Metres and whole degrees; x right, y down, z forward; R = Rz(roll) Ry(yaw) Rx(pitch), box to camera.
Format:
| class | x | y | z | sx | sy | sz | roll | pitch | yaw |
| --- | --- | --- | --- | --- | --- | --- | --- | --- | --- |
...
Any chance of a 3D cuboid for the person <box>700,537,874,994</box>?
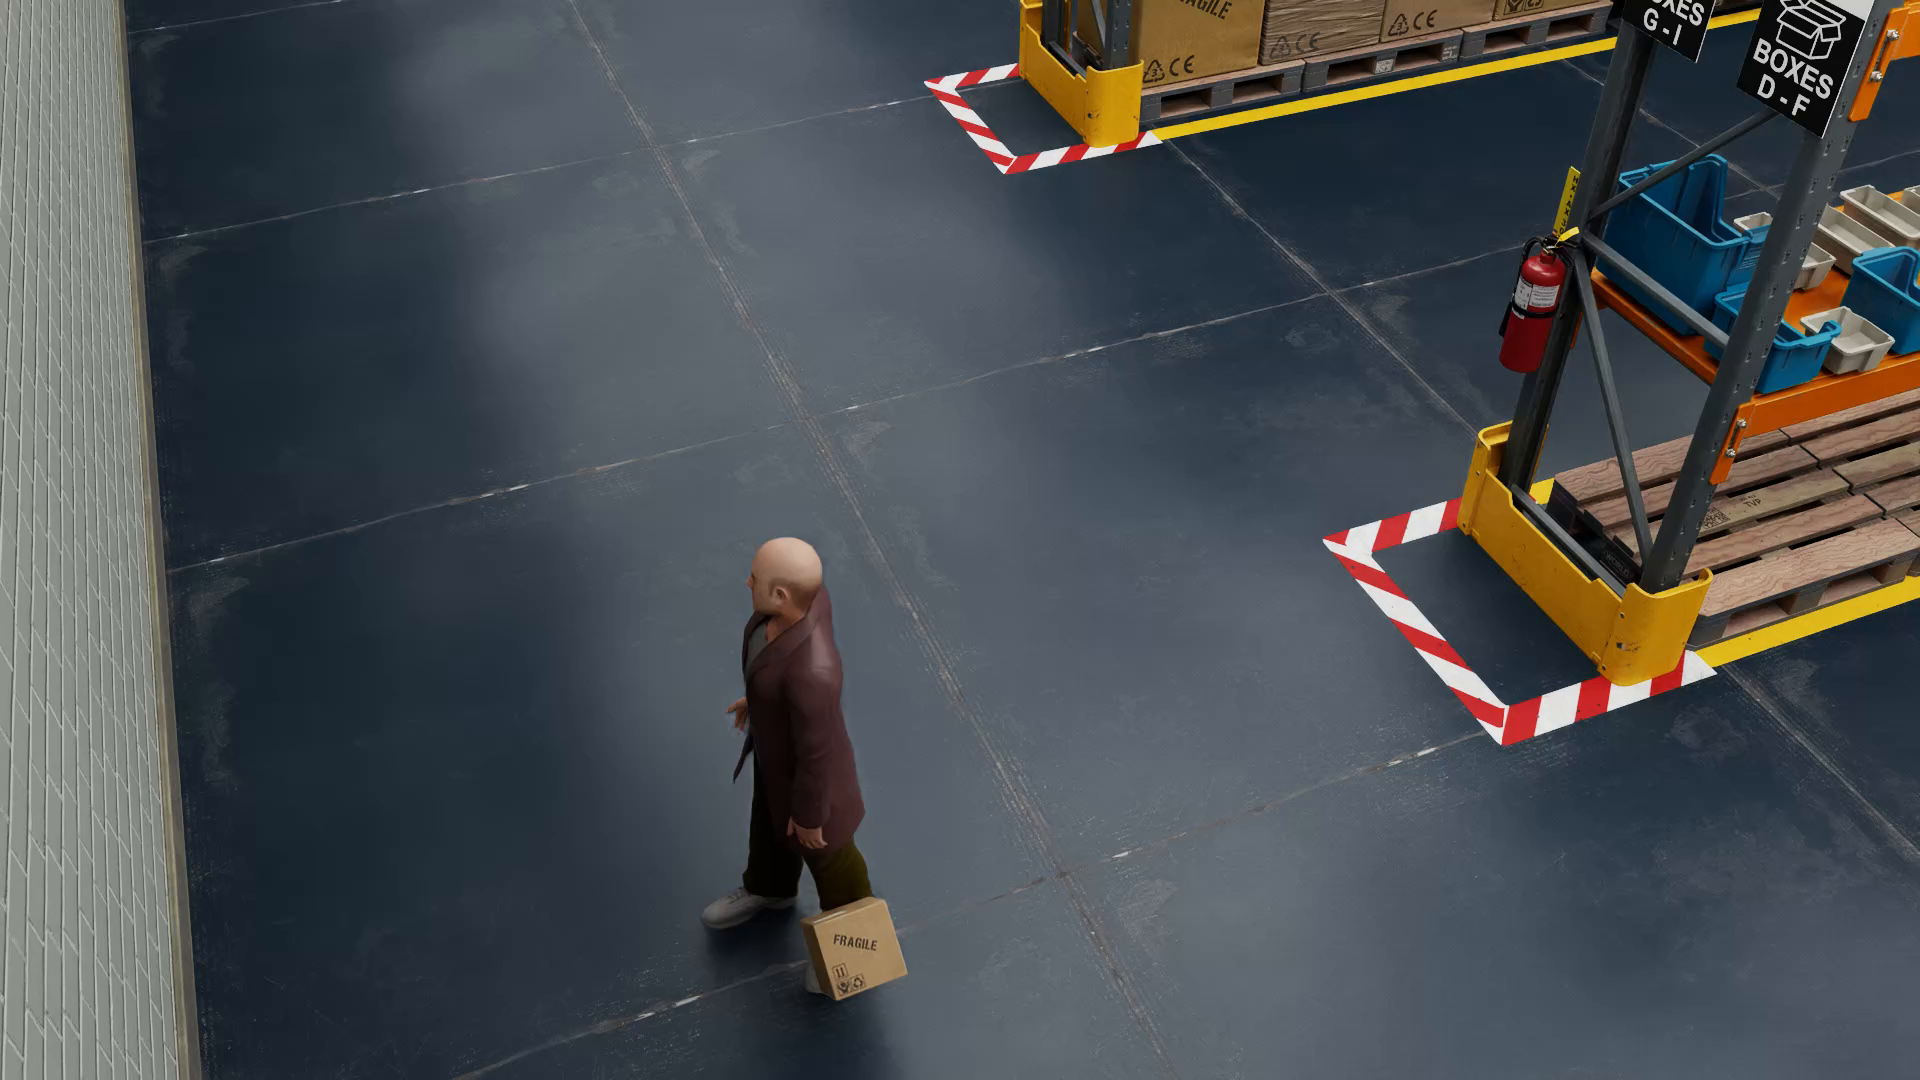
| class | x | y | z | sx | sy | sz | roll | pitch | yaw |
| --- | --- | --- | --- | --- | --- | --- | --- | --- | --- |
| person | -0.596 | 0.733 | 5.322 | 0.602 | 1.747 | 0.632 | -12 | 43 | -14 |
